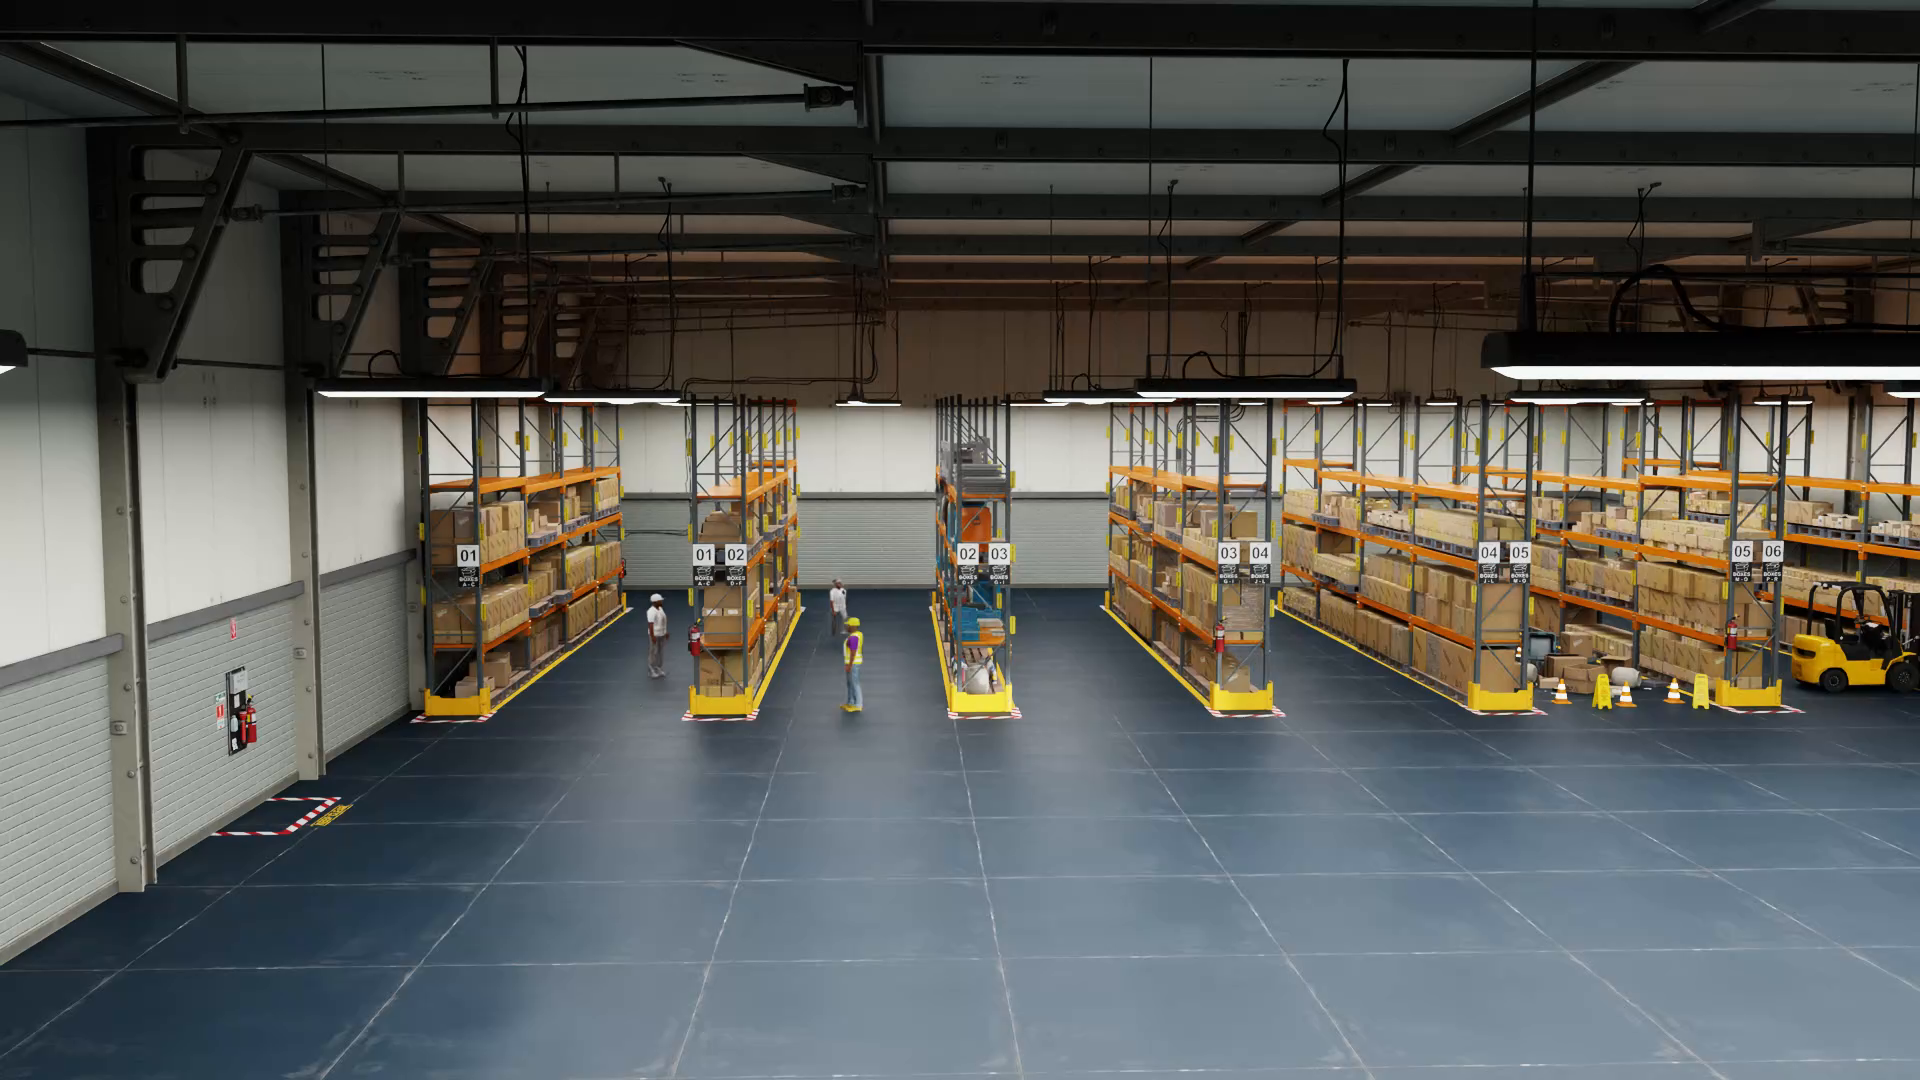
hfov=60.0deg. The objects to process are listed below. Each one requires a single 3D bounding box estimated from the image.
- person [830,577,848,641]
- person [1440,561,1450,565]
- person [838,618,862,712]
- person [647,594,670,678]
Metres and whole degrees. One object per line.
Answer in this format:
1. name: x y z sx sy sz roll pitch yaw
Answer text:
1. person: -2.949 1.693 40.387 0.442 1.601 0.939 -1 5 -12
2. person: 14.487 0.996 49.390 0.797 1.639 0.509 -1 5 -7
3. person: -2.103 2.356 31.518 0.504 1.779 0.609 0 5 3
4. person: -6.475 2.034 35.610 0.372 1.778 0.627 2 5 28
